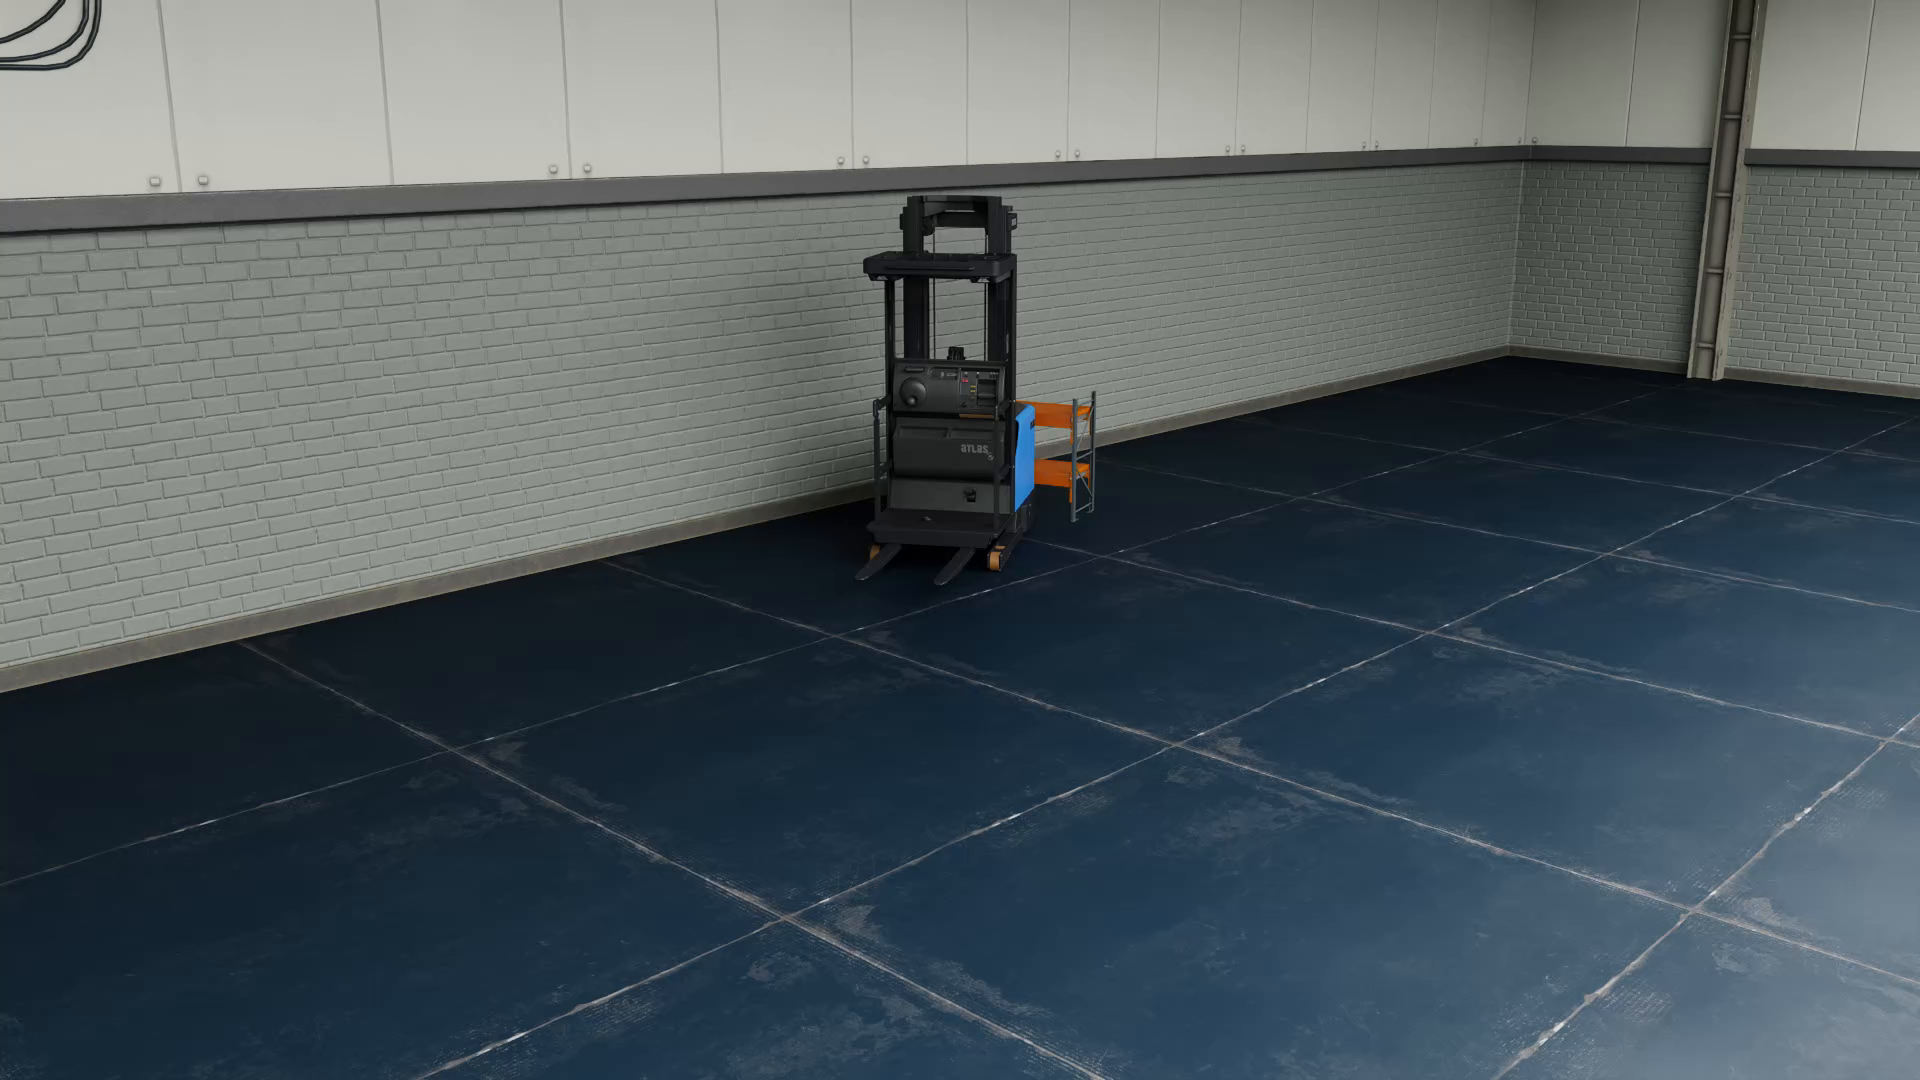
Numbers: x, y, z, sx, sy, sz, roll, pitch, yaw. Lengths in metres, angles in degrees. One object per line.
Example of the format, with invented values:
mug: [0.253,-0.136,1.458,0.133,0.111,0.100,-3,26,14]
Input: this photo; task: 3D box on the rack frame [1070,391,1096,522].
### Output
rack frame: [1.124,-0.764,15.135,0.032,1.125,0.500,7,16,25]

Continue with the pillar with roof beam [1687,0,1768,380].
pillar with roof beam: [7.355,-5.827,18.948,0.400,9.000,9.100,14,20,42]

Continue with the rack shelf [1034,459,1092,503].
rack shelf: [0.667,-0.584,15.411,1.000,0.278,0.538,7,16,25]

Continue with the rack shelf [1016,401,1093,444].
rack shelf: [0.667,-1.104,15.276,1.000,0.278,0.538,7,16,25]

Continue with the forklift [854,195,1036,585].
forklift: [-0.134,-1.265,13.474,1.130,2.935,3.031,3,15,12]

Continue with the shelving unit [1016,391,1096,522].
shelving unit: [0.667,-0.820,15.350,1.048,1.125,0.538,7,16,25]

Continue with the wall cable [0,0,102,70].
wall cable: [-6.123,-5.012,9.077,0.169,6.003,2.305,14,20,42]
